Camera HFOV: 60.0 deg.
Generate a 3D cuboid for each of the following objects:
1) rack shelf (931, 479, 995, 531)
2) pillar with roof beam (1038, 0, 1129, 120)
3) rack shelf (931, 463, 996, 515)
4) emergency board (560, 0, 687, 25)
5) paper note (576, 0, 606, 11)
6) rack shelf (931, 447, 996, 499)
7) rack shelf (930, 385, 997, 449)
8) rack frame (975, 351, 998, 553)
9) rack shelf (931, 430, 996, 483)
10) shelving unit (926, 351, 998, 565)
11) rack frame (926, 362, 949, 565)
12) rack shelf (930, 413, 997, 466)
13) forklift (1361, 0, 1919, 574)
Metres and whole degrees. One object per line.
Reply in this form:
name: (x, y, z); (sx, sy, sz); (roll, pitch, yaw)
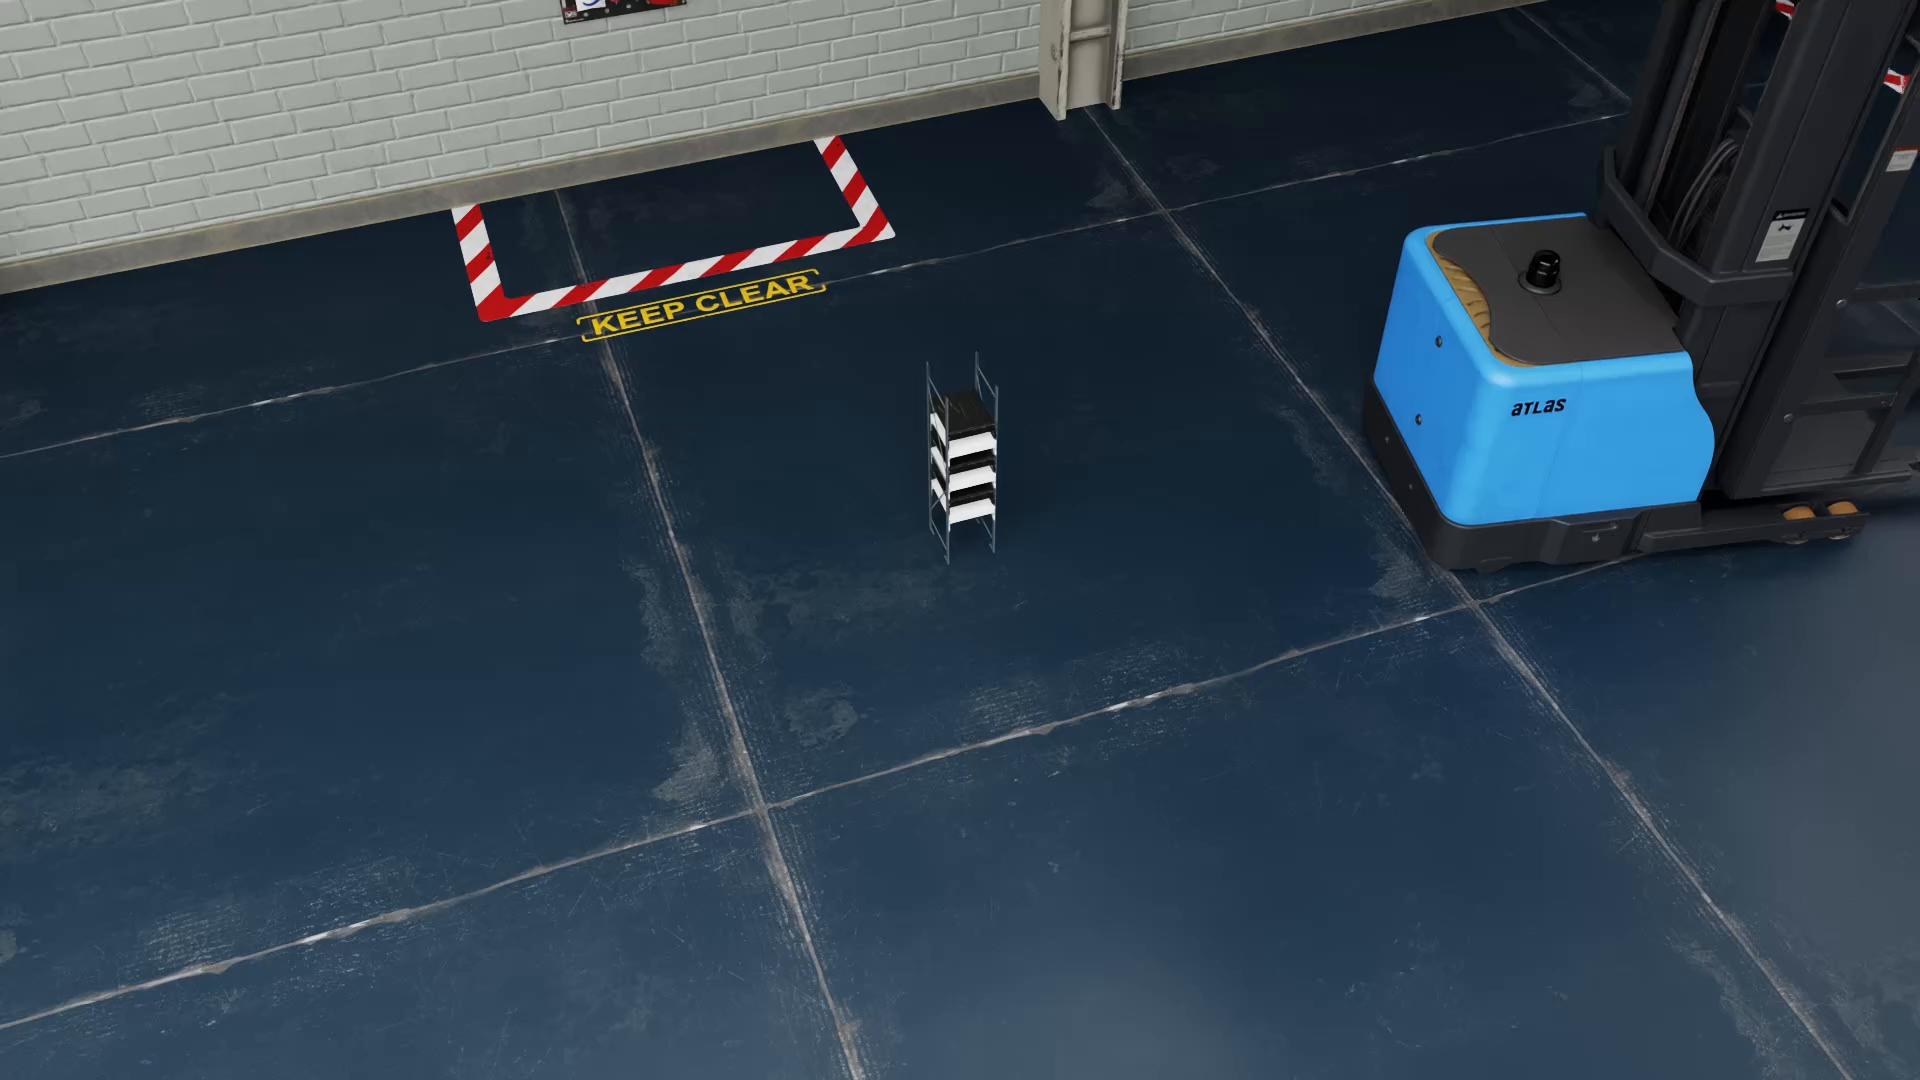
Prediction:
rack shelf: (0.008, -0.169, 6.894); (0.200, 0.077, 0.258); (-14, 47, -14)
pillar with roof beam: (2.146, -2.838, 3.535); (0.400, 9.000, 9.100); (-14, 47, -14)
rack shelf: (0.008, -0.233, 6.830); (0.200, 0.077, 0.258); (-14, 47, -14)
emergency board: (-1.653, -3.019, 7.951); (0.643, 1.169, 0.194); (-14, 47, -14)
paper note: (-1.843, -2.712, 8.266); (0.142, 0.148, 0.016); (-14, 47, -14)
rack shelf: (0.008, -0.296, 6.766); (0.200, 0.077, 0.258); (-14, 47, -14)
rack shelf: (0.008, -0.487, 6.575); (0.200, 0.077, 0.258); (-14, 47, -14)
rack frame: (0.103, -0.344, 6.767); (0.006, 0.900, 0.240); (-14, 47, -14)
rack shelf: (0.008, -0.360, 6.702); (0.200, 0.077, 0.258); (-14, 47, -14)
shelving unit: (0.008, -0.320, 6.743); (0.210, 0.900, 0.258); (-14, 47, -14)
rack frame: (-0.088, -0.295, 6.718); (0.006, 0.900, 0.240); (-14, 47, -14)
rack shelf: (0.008, -0.423, 6.639); (0.200, 0.077, 0.258); (-14, 47, -14)
forklift: (3.370, -1.382, 6.367); (3.031, 2.935, 1.130); (-6, 45, -6)
